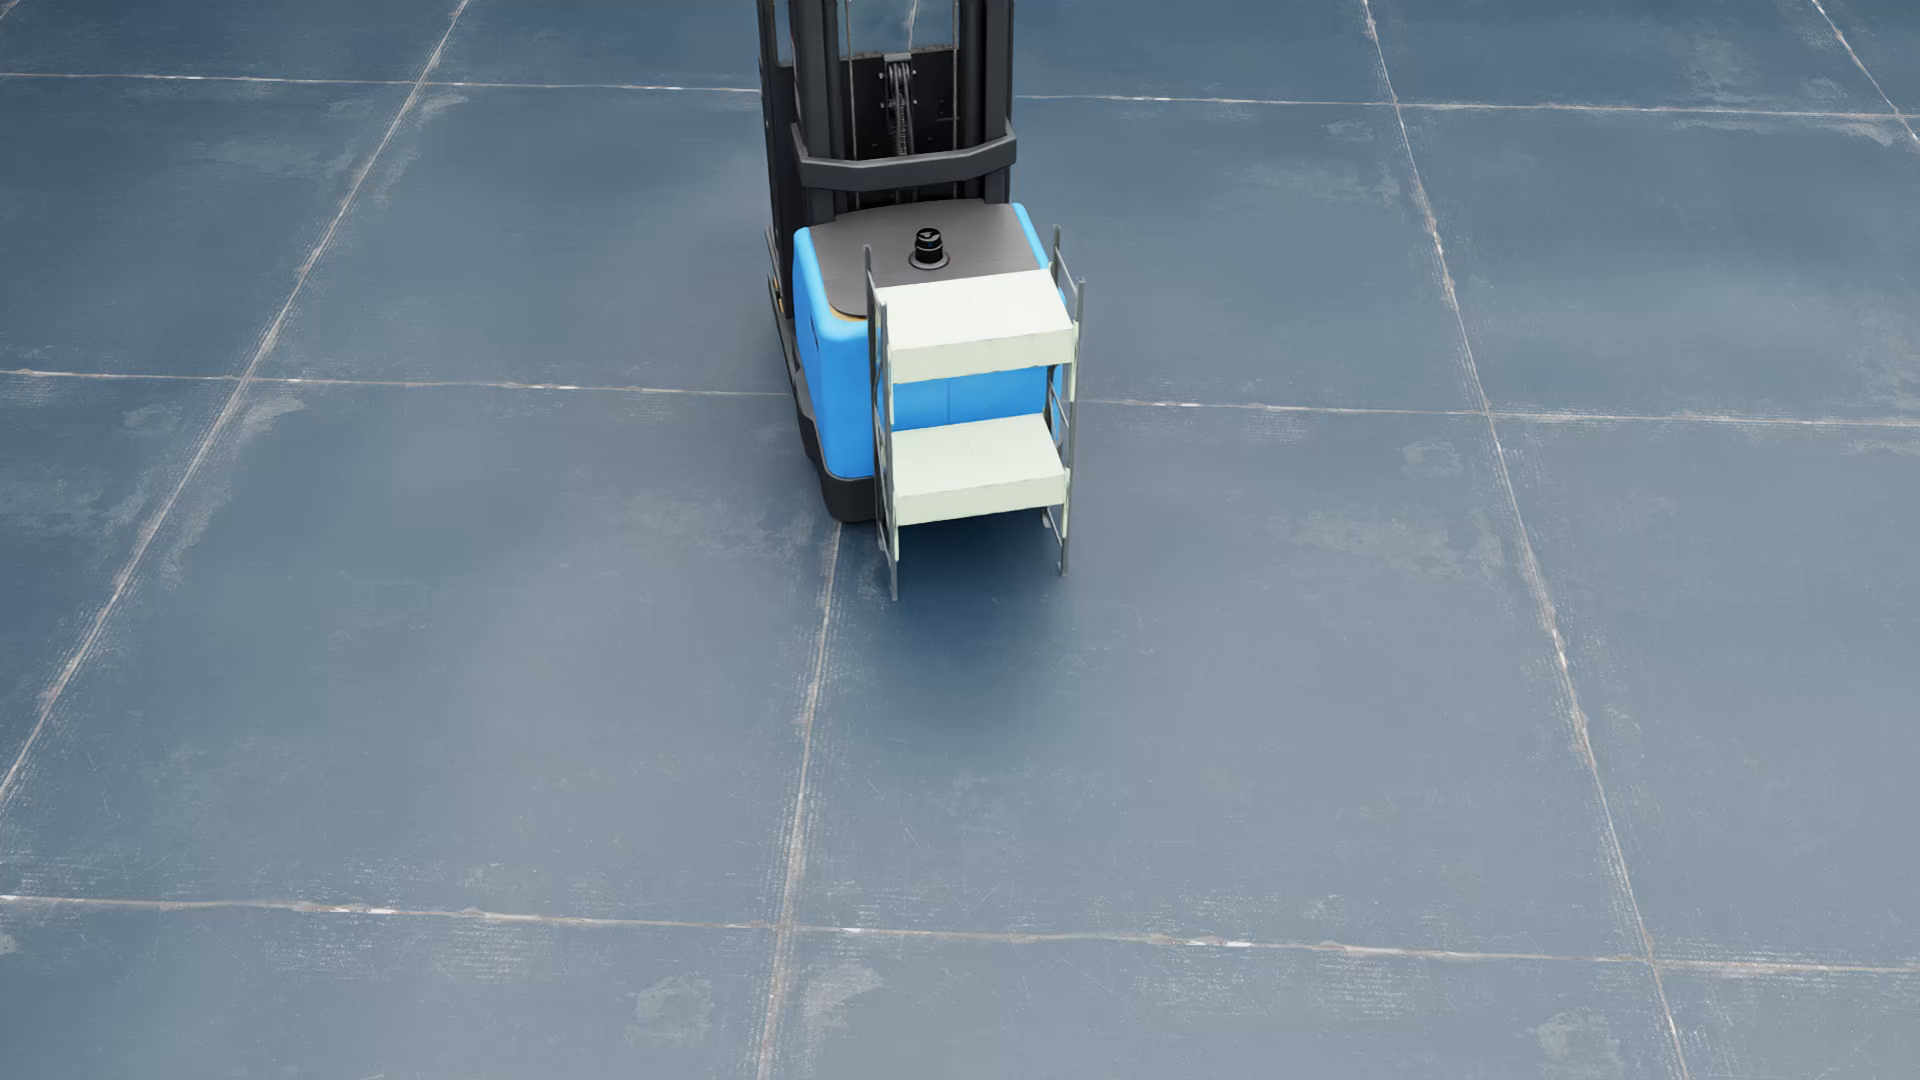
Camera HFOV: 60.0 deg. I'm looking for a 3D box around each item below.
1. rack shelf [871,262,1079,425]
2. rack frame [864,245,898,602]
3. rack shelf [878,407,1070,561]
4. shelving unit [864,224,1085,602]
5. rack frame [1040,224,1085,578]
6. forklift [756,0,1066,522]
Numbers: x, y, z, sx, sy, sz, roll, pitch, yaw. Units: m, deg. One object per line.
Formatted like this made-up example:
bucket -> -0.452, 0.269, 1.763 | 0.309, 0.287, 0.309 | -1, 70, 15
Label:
rack shelf -> 0.047, -0.759, 6.392 | 0.720, 0.370, 0.431 | -8, 44, -8
rack frame -> -0.311, -0.424, 6.605 | 0.023, 1.500, 0.400 | -8, 44, -8
rack shelf -> 0.047, -0.235, 6.880 | 0.720, 0.370, 0.431 | -8, 44, -8
shelving unit -> 0.047, -0.474, 6.658 | 0.755, 1.500, 0.431 | -8, 44, -8
rack frame -> 0.406, -0.523, 6.711 | 0.023, 1.500, 0.400 | -8, 44, -8
forklift -> -0.363, -2.168, 7.427 | 1.130, 2.935, 3.031 | -8, 44, -9
